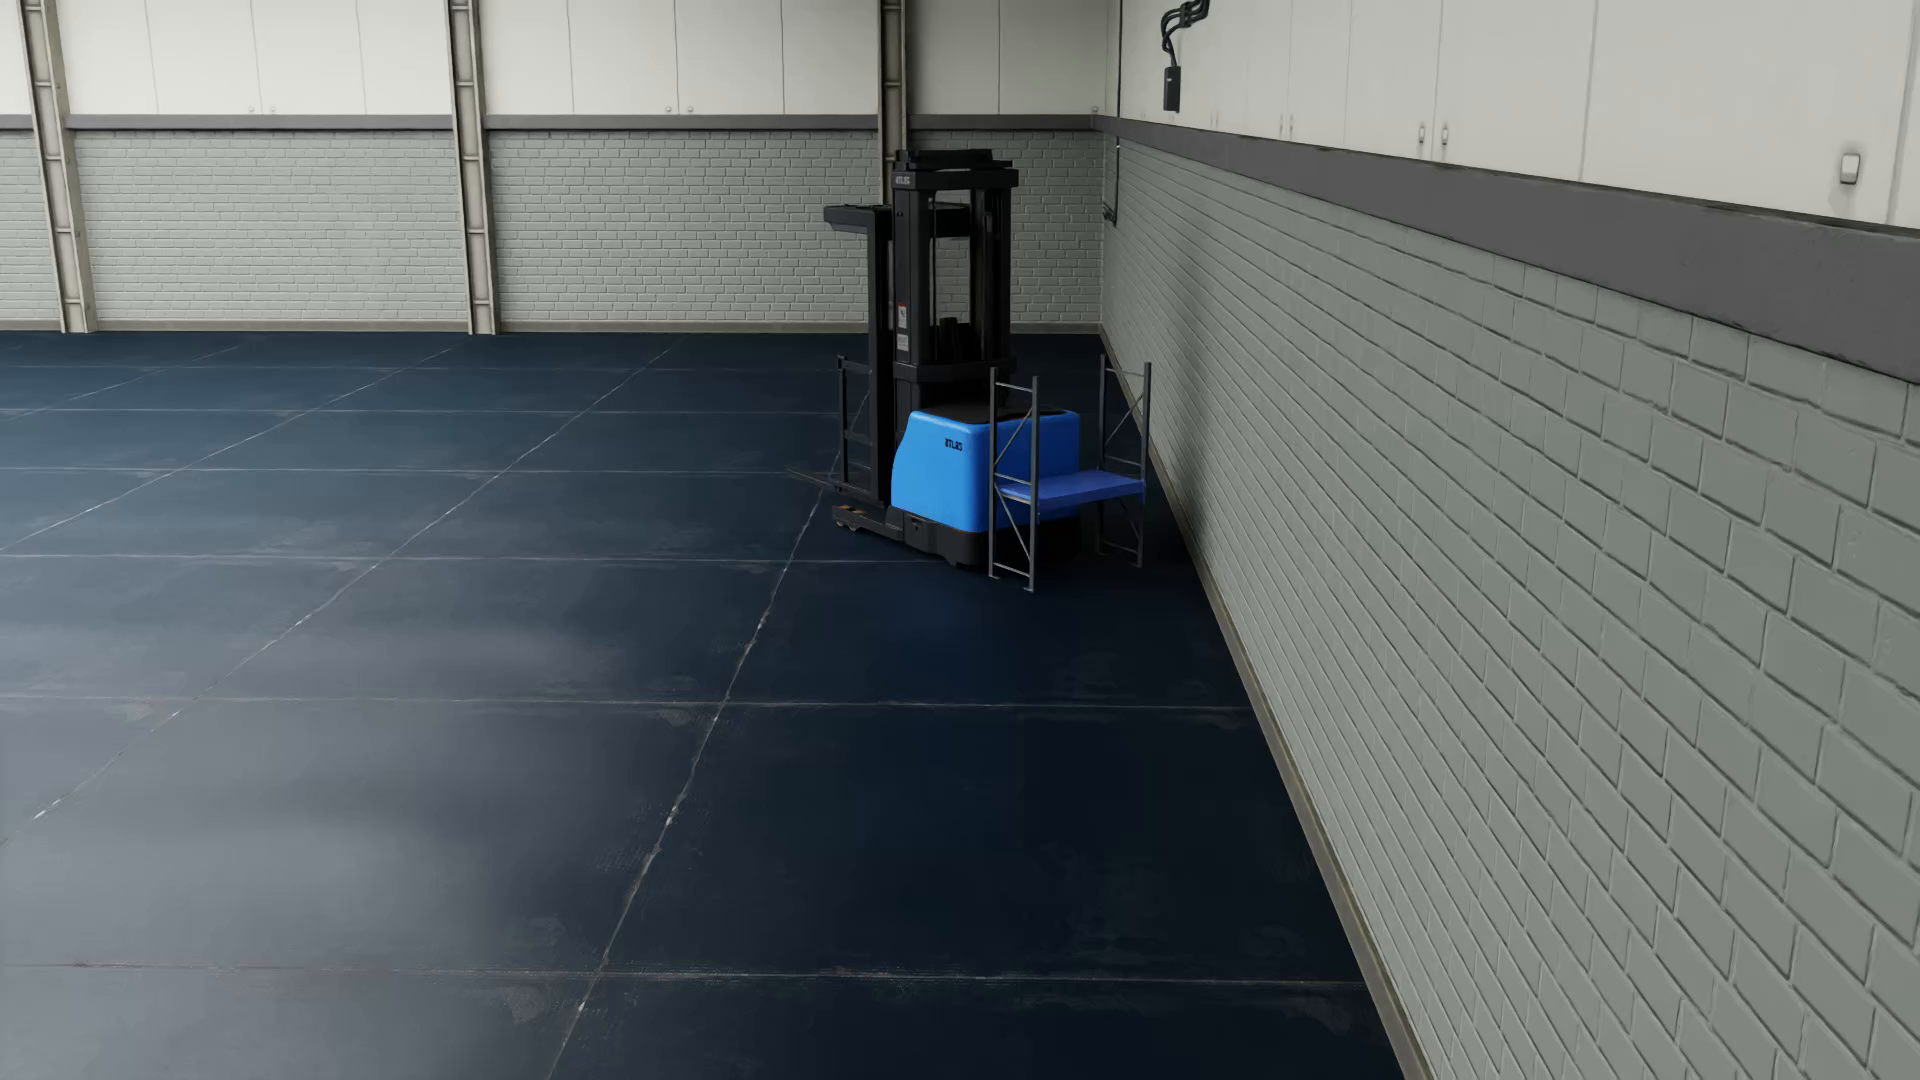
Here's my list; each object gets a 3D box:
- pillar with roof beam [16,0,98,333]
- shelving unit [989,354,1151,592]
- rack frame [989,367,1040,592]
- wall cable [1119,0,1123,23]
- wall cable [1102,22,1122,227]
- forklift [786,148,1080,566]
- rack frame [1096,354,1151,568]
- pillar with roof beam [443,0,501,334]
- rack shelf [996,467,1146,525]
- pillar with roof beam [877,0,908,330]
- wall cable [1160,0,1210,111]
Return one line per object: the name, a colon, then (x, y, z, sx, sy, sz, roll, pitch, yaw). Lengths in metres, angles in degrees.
pillar with roof beam: (-13.049, -6.320, 19.154, 0.400, 9.000, 9.100, 0, 15, 1)
shelving unit: (0.775, -0.495, 11.771, 1.048, 1.500, 0.538, -11, 19, -36)
rack frame: (0.370, -0.417, 11.475, 0.032, 1.500, 0.500, -11, 19, -36)
wall cable: (1.899, -7.234, 18.805, 0.112, 2.526, 3.097, 0, 15, 1)
wall cable: (1.968, -5.482, 22.064, 0.112, 2.526, 3.097, 0, 15, 1)
forklift: (-0.360, -1.549, 12.965, 1.130, 2.935, 3.031, -10, 18, -34)
rack frame: (1.181, -0.574, 12.067, 0.032, 1.500, 0.500, -11, 19, -36)
pillar with roof beam: (-7.051, -6.281, 19.006, 0.400, 9.000, 9.100, 0, 15, 1)
rack shelf: (0.775, -0.322, 11.818, 1.000, 0.185, 0.538, -11, 19, -36)
pillar with roof beam: (-1.053, -6.242, 18.858, 0.400, 9.000, 9.100, 0, 15, 1)
wall cable: (1.710, -6.207, 12.058, 0.169, 6.003, 2.305, 0, 15, 1)
